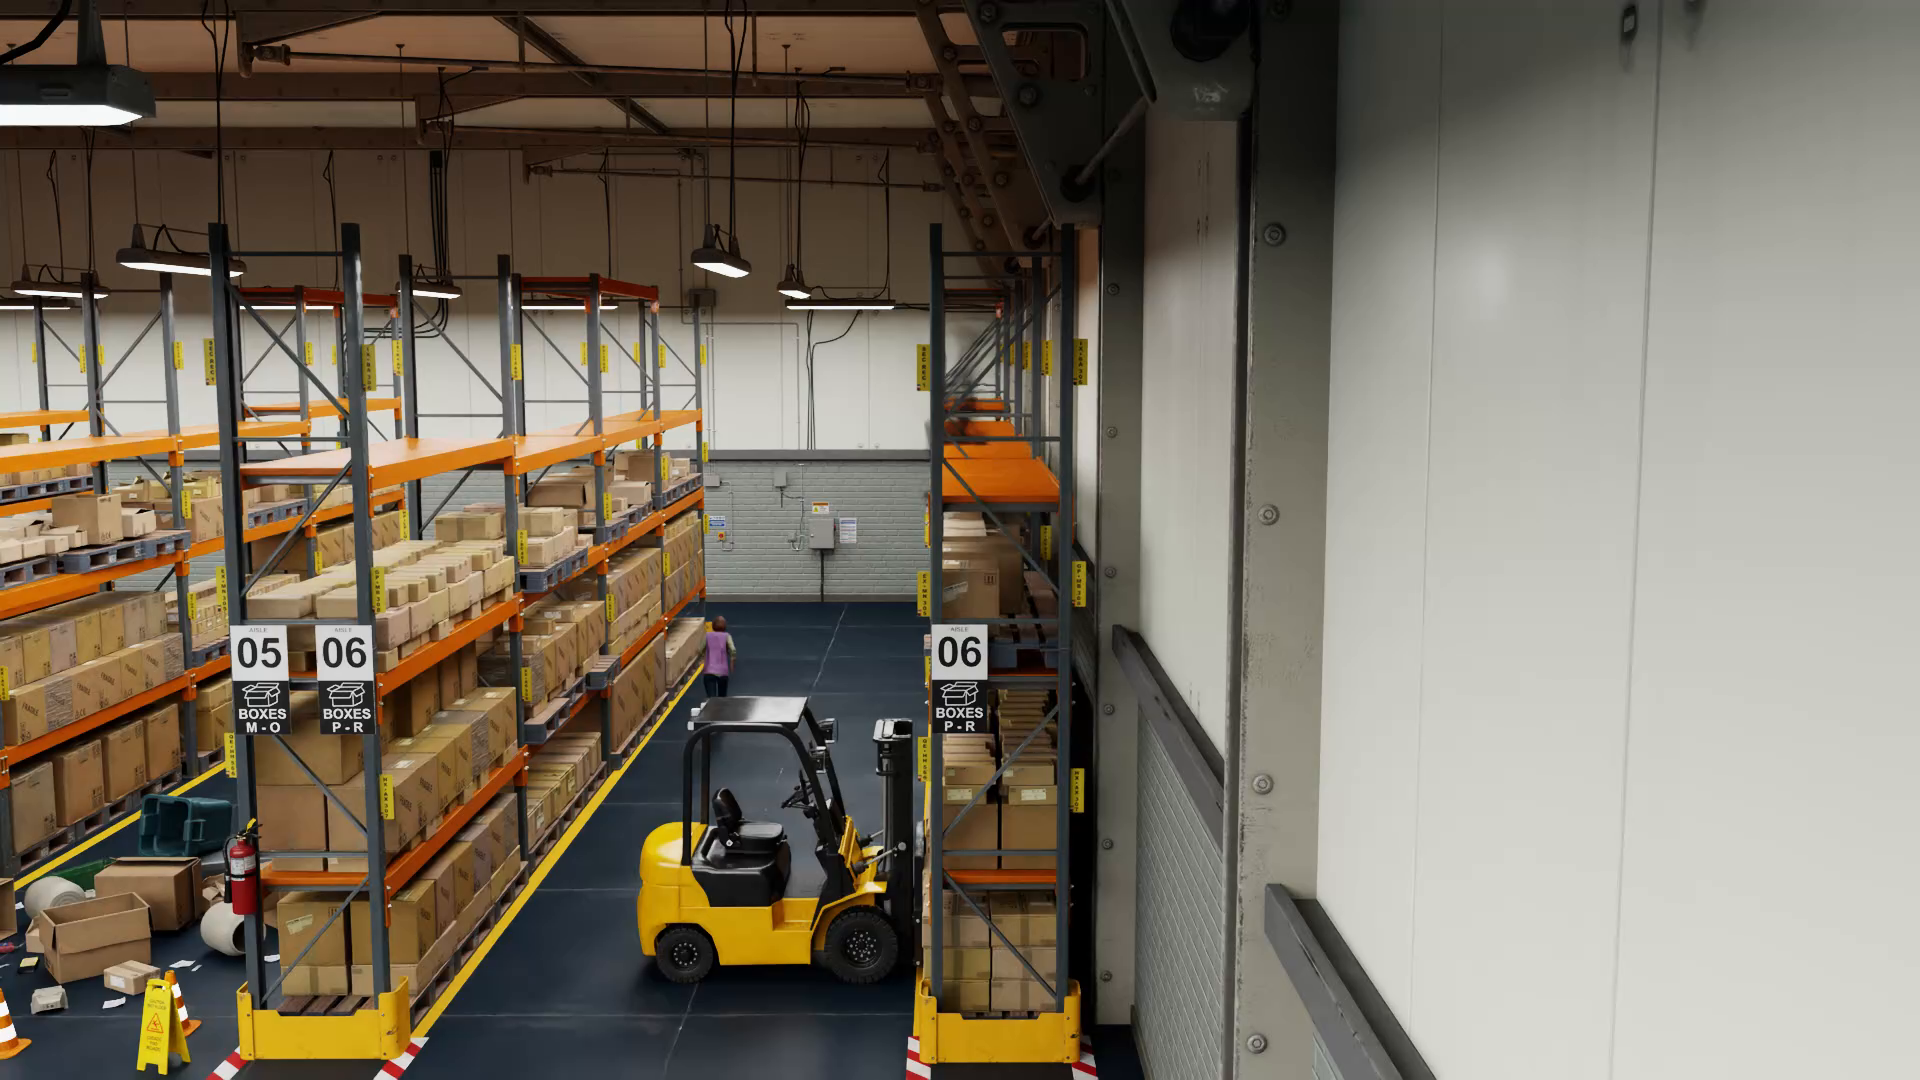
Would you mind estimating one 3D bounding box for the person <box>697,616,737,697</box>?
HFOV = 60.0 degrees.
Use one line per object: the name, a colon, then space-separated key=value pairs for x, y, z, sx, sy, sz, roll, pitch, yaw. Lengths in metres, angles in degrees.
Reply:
person: x=-3.224 y=1.824 z=22.056 sx=0.538 sy=1.584 sz=1.001 roll=0 pitch=7 yaw=-2
